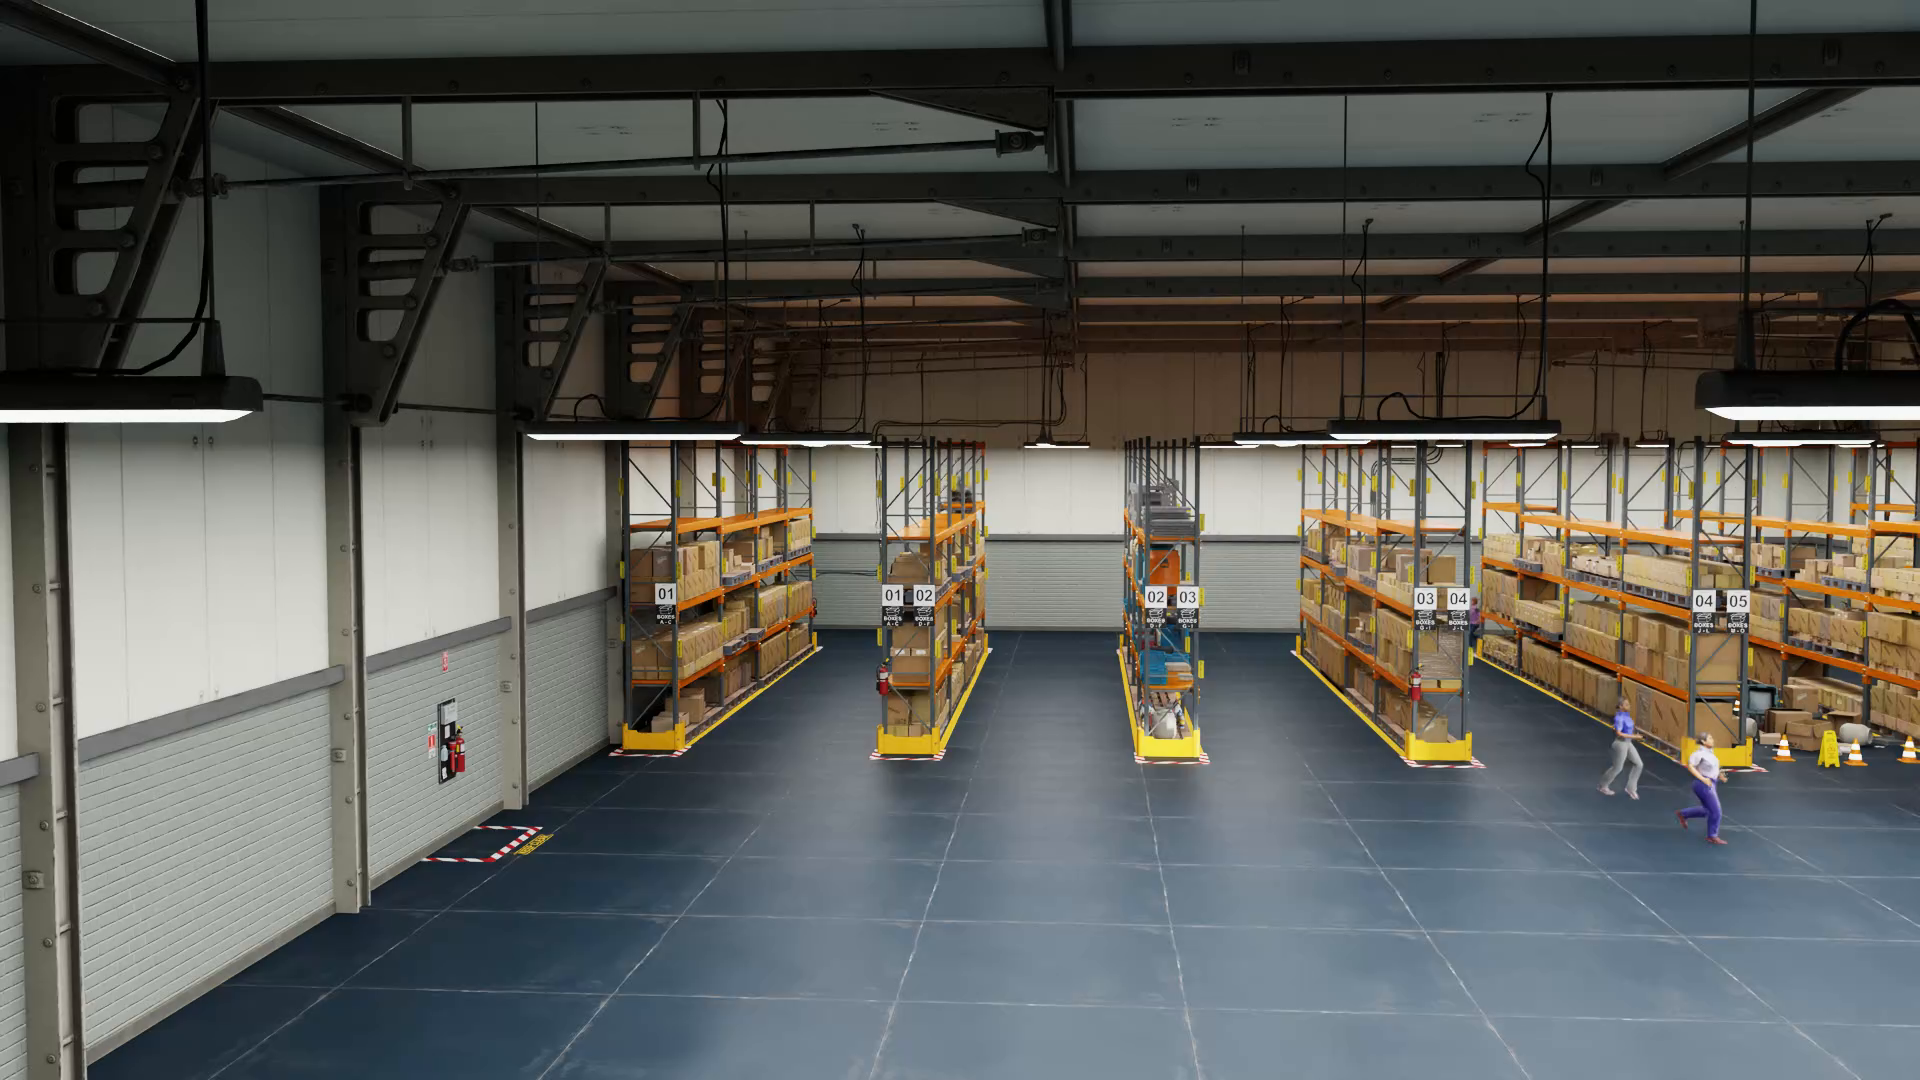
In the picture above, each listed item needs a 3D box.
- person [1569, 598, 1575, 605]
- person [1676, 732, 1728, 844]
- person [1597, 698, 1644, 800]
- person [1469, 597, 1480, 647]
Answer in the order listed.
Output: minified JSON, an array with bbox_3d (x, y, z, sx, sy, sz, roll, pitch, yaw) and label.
[{"bbox_3d":[16.730,2.425,45.576,0.698,1.698,0.570,-1,3,-15],"label":"person"},{"bbox_3d":[10.886,3.622,24.413,0.745,1.631,0.607,2,4,36],"label":"person"},{"bbox_3d":[10.905,3.444,27.409,0.726,1.705,0.575,3,4,43],"label":"person"},{"bbox_3d":[14.702,2.412,47.424,0.746,1.604,0.592,-1,3,-21],"label":"person"}]
